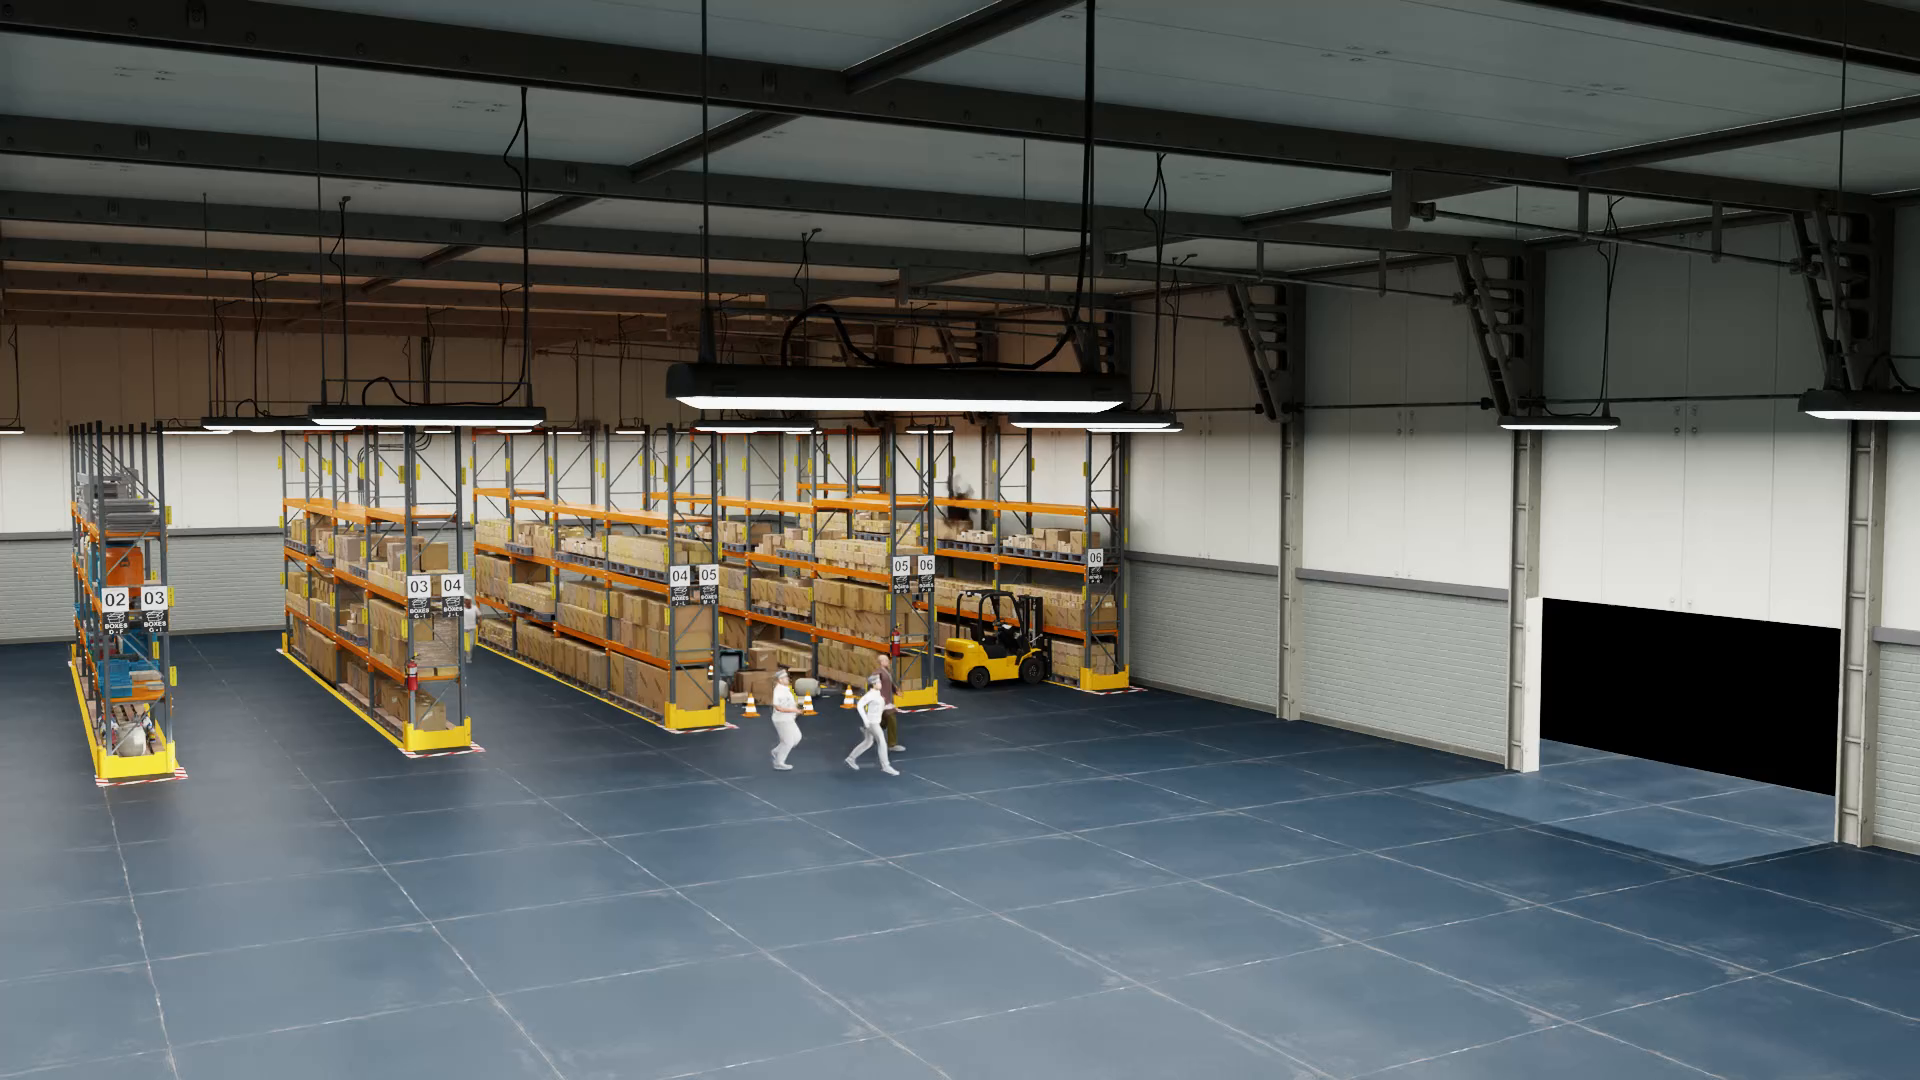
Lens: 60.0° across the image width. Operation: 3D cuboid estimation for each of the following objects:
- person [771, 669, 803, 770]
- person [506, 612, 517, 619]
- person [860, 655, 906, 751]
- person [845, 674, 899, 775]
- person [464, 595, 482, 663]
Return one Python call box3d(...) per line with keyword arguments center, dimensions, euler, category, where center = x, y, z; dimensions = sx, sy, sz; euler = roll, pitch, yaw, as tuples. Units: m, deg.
box3d(center=(-2.978, 3.077, 28.625), dimensions=(0.606, 1.736, 0.653), euler=(0, 4, 4), category="person")
box3d(center=(-13.002, 1.908, 48.417), dimensions=(0.563, 1.668, 0.603), euler=(-2, 4, -29), category="person")
box3d(center=(-1.425, 2.962, 30.354), dimensions=(0.936, 1.750, 0.742), euler=(1, 4, 19), category="person")
box3d(center=(-1.479, 3.112, 28.122), dimensions=(0.894, 1.699, 0.600), euler=(0, 4, 3), category="person")
box3d(center=(-12.503, 2.252, 42.271), dimensions=(0.719, 1.737, 0.577), euler=(-2, 4, -29), category="person")
